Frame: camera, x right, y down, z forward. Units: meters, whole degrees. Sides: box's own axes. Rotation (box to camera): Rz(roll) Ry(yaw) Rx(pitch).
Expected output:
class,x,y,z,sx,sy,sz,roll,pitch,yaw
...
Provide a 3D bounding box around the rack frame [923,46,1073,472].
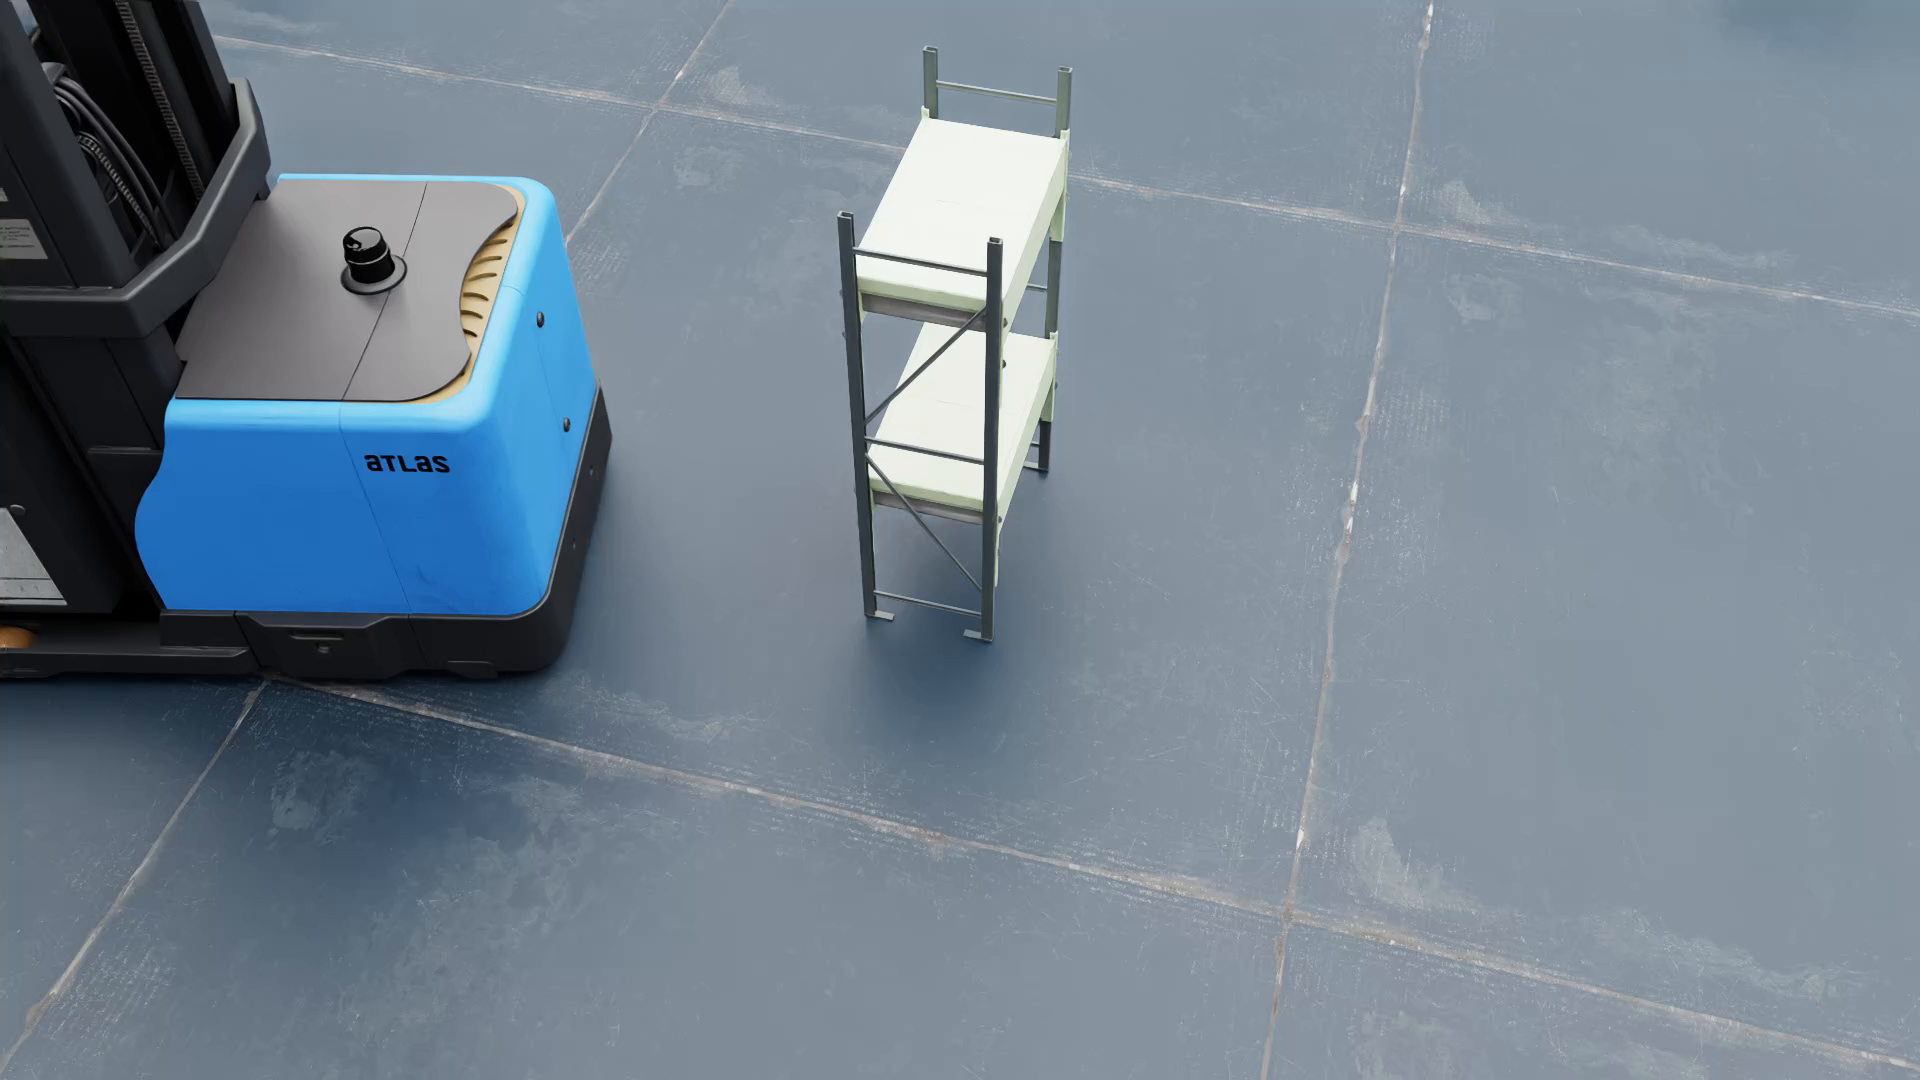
class,x,y,z,sx,sy,sz,roll,pitch,yaw
rack frame,0.098,-0.766,4.926,0.400,1.500,0.023,12,50,10

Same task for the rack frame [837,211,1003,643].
class,x,y,z,sx,sy,sz,roll,pitch,yaw
rack frame,-0.095,-0.236,4.458,0.400,1.500,0.023,12,50,10

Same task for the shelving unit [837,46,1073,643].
class,x,y,z,sx,sy,sz,roll,pitch,yaw
shelving unit,0.002,-0.501,4.692,0.431,1.500,0.755,12,50,10

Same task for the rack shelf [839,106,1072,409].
class,x,y,z,sx,sy,sz,roll,pitch,yaw
rack shelf,0.002,-0.759,4.399,0.431,0.370,0.720,12,50,10

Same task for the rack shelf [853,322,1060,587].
class,x,y,z,sx,sy,sz,roll,pitch,yaw
rack shelf,0.002,-0.285,4.936,0.431,0.370,0.720,12,50,10

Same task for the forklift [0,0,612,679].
class,x,y,z,sx,sy,sz,roll,pitch,yaw
forklift,-2.664,-0.961,4.143,3.031,2.935,1.130,1,49,1
